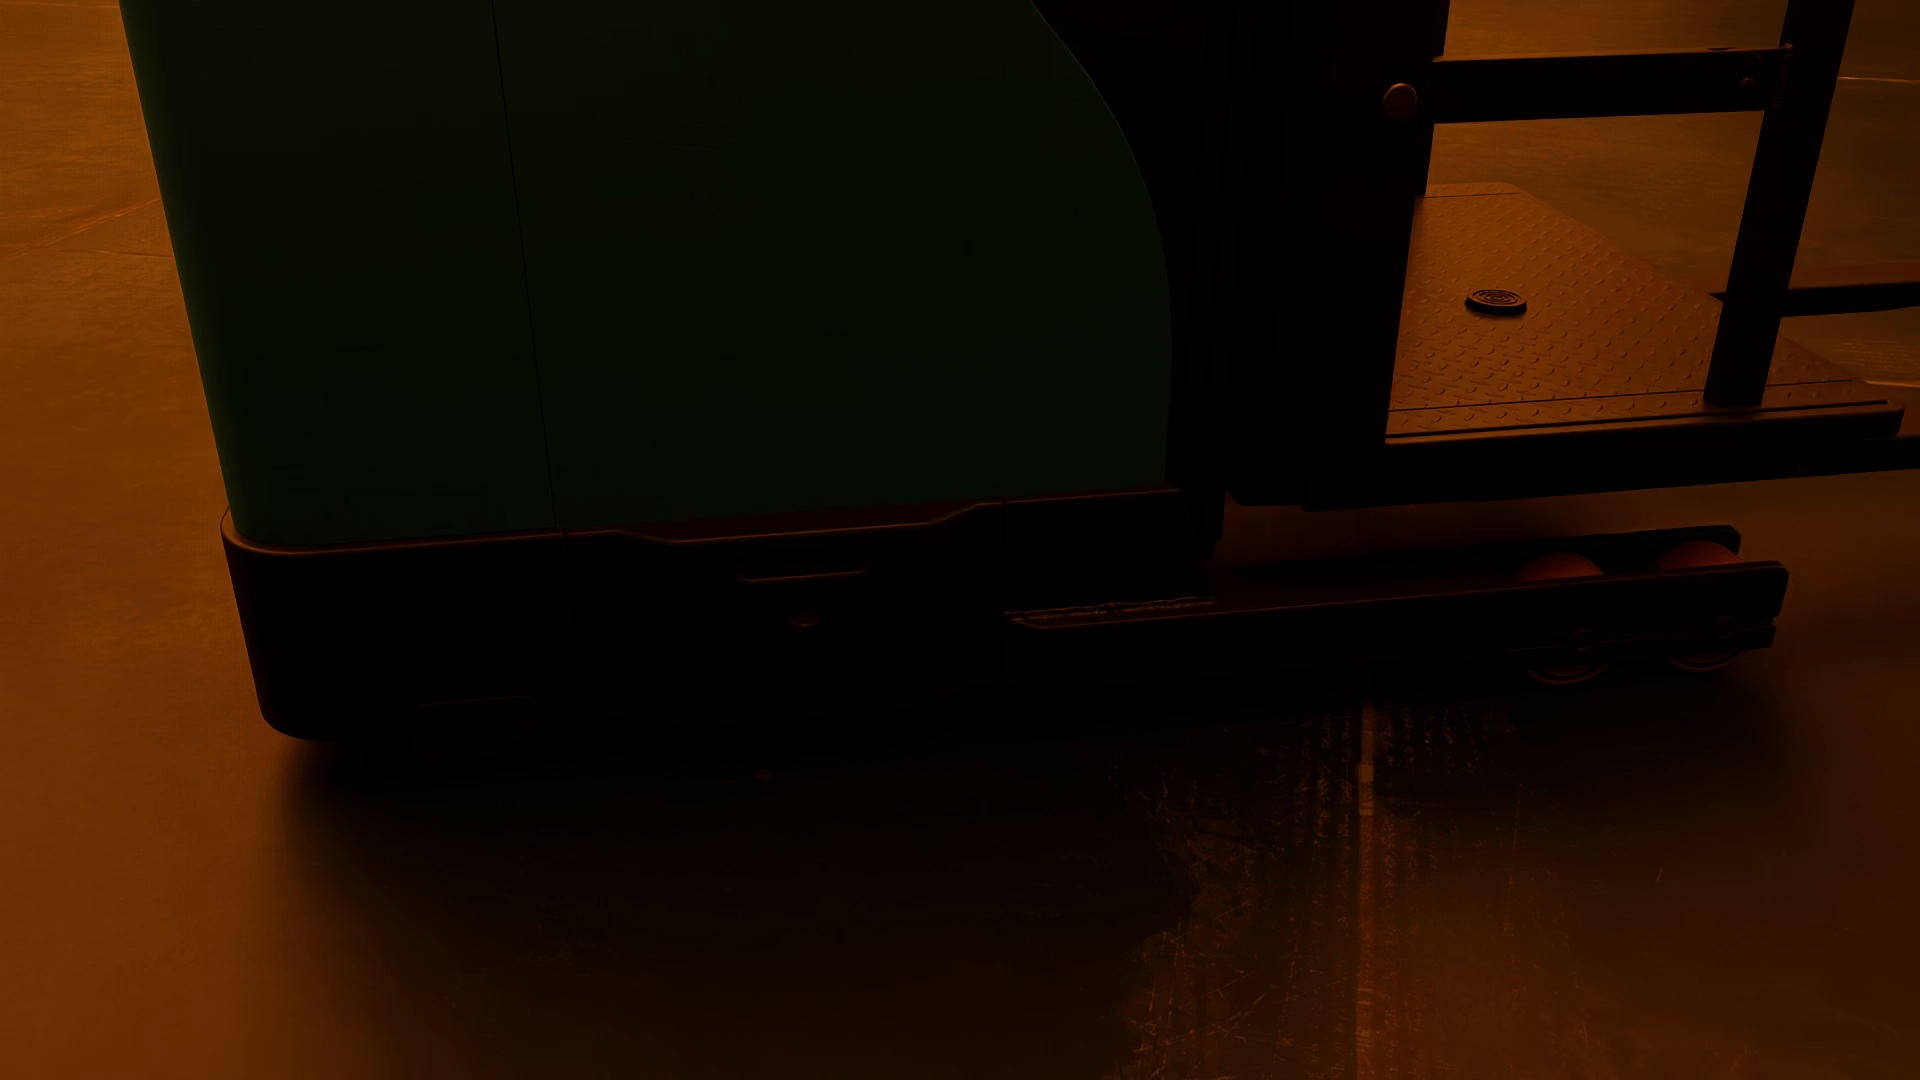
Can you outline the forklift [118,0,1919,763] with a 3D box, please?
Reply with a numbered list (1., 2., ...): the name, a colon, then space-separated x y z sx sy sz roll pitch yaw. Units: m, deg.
1. forklift: 0.600 -1.354 1.930 3.031 2.935 1.130 -4 27 -9
